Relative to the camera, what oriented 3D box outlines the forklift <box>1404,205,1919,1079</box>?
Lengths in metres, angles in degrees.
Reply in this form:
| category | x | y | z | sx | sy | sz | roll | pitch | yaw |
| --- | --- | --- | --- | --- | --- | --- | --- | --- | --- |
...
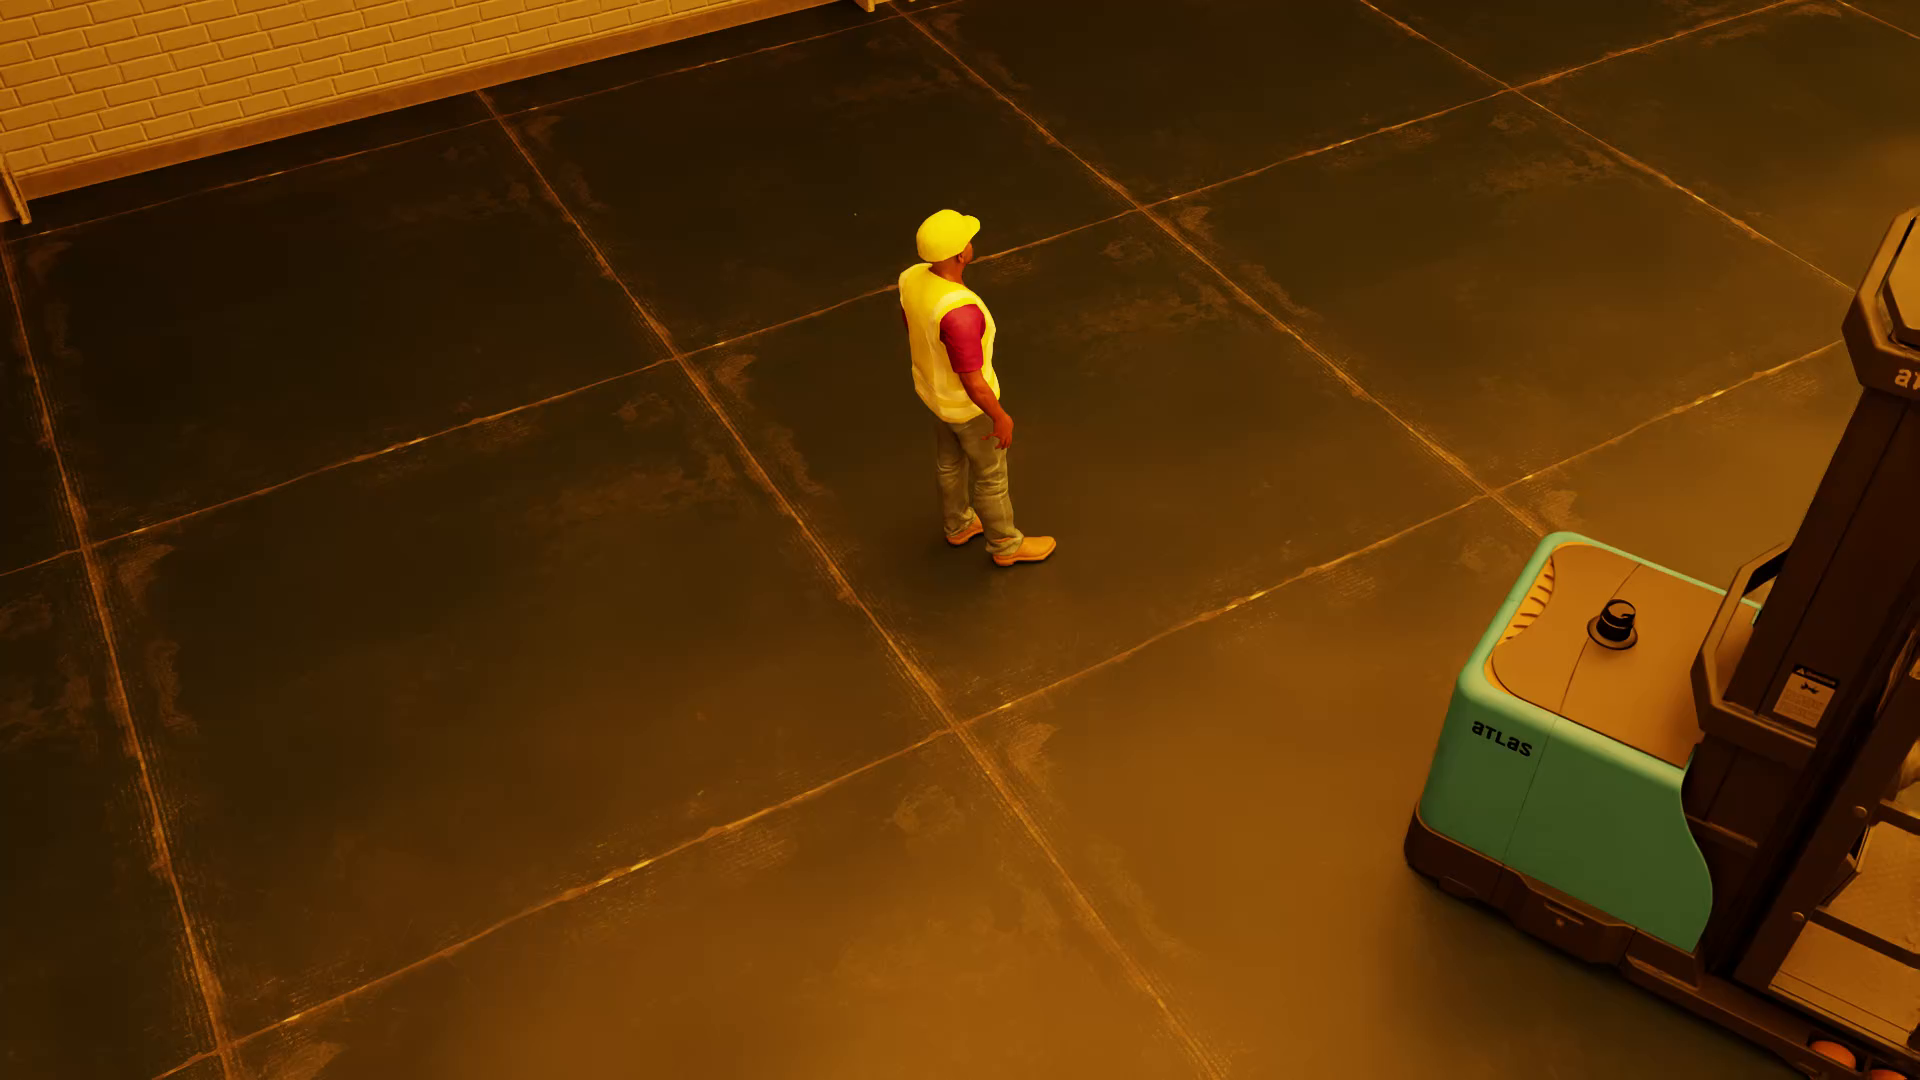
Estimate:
| category | x | y | z | sx | sy | sz | roll | pitch | yaw |
| --- | --- | --- | --- | --- | --- | --- | --- | --- | --- |
| forklift | 3.228 | 0.489 | 5.171 | 3.031 | 2.935 | 1.130 | 25 | 48 | 24 |

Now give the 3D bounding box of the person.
| category | x | y | z | sx | sy | sz | roll | pitch | yaw |
| --- | --- | --- | --- | --- | --- | --- | --- | --- | --- |
| person | 0.063 | -0.673 | 7.269 | 0.577 | 1.765 | 0.665 | -21 | 47 | -21 |
